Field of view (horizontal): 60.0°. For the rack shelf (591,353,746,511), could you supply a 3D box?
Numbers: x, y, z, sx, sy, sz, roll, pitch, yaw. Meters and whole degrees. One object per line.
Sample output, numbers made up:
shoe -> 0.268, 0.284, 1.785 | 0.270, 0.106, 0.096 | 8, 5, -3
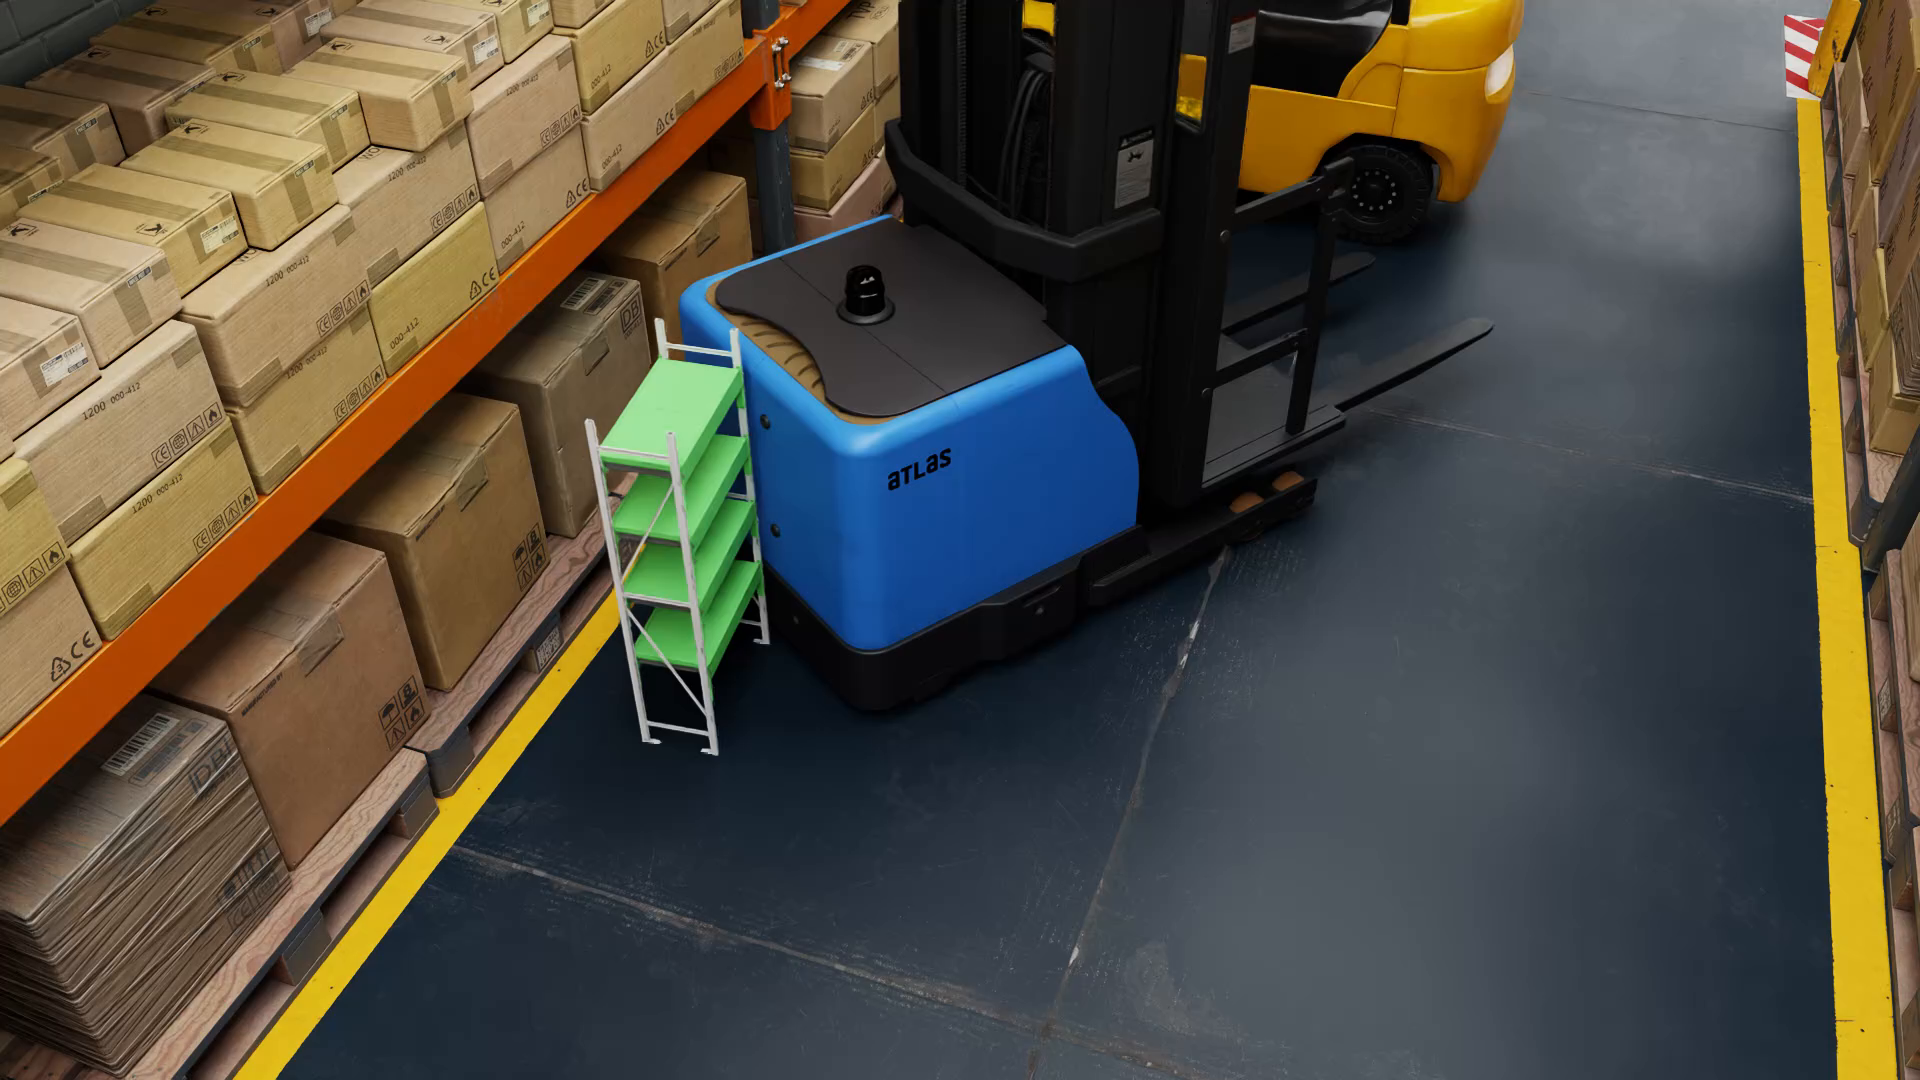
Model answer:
rack shelf -> -0.786, -0.302, 4.538 | 0.258, 0.148, 0.480 | 9, 41, 10

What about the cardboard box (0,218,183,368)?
cardboard box -> -1.876, -0.520, 3.471 | 0.380, 0.149, 0.250 | 14, 42, 16

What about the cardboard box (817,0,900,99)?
cardboard box -> -0.481, -2.087, 6.909 | 0.500, 0.250, 0.500 | 13, 42, 15

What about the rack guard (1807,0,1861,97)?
rack guard -> 4.882, -2.401, 8.179 | 1.175, 0.500, 0.348 | 13, 42, 15

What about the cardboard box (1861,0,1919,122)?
cardboard box -> 4.190, -2.032, 7.038 | 0.500, 0.500, 0.500 | 12, 42, 13

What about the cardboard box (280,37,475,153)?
cardboard box -> -1.461, -1.120, 4.175 | 0.380, 0.149, 0.250 | 12, 42, 14

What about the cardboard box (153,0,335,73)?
cardboard box -> -1.933, -1.410, 4.514 | 0.380, 0.149, 0.250 | 13, 42, 15

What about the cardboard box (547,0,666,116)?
cardboard box -> -1.222, -1.519, 4.950 | 0.500, 0.250, 0.500 | 12, 42, 14

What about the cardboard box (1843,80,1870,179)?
cardboard box -> 4.191, -1.771, 7.310 | 0.500, 0.250, 0.500 | 15, 43, 17

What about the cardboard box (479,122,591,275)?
cardboard box -> -1.417, -1.031, 4.763 | 0.500, 0.250, 0.500 | 14, 42, 15

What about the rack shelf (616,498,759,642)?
rack shelf -> -0.786, 0.064, 4.849 | 0.258, 0.148, 0.480 | 9, 41, 10

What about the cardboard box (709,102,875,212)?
cardboard box -> -0.670, -1.588, 6.710 | 0.500, 0.250, 0.500 | 13, 42, 15

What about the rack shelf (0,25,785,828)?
rack shelf -> -1.809, -0.564, 4.654 | 1.077, 0.370, 4.000 | 13, 42, 15

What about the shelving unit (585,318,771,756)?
shelving unit -> -0.786, 0.015, 4.808 | 0.258, 1.200, 0.503 | 9, 41, 10

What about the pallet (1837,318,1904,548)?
pallet -> 3.737, -0.315, 5.956 | 1.003, 0.211, 1.213 | 13, 42, 15

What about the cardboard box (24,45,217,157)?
cardboard box -> -2.065, -1.087, 4.136 | 0.380, 0.149, 0.250 | 14, 43, 16

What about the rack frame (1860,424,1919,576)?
rack frame -> 3.540, -0.958, 4.562 | 1.000, 3.000, 0.127 | 13, 42, 15

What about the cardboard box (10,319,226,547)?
cardboard box -> -1.940, -0.273, 3.489 | 0.500, 0.250, 0.500 | 15, 43, 16

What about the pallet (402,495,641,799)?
pallet -> -1.756, 0.208, 5.344 | 1.003, 0.211, 1.213 | 13, 42, 15

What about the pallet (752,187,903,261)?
pallet -> -0.814, -1.473, 7.313 | 1.003, 0.211, 1.213 | 13, 42, 15

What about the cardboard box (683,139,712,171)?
cardboard box -> -1.151, -1.704, 6.846 | 0.500, 0.250, 0.500 | 12, 42, 14

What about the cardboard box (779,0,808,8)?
cardboard box -> -0.728, -2.308, 6.067 | 0.500, 0.500, 0.500 | 12, 42, 14

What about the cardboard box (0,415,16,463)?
cardboard box -> -2.017, -0.195, 3.090 | 0.380, 0.149, 0.250 | 14, 42, 16

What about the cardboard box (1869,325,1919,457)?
cardboard box -> 3.490, -0.492, 5.811 | 0.500, 0.250, 0.500 | 15, 43, 17

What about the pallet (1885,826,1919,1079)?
pallet -> 2.860, 1.324, 4.035 | 1.003, 0.211, 1.213 | 13, 42, 15

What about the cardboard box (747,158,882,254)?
cardboard box -> -0.649, -1.393, 6.866 | 0.500, 0.250, 0.500 | 14, 42, 16

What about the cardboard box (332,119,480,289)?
cardboard box -> -1.593, -0.905, 4.230 | 0.500, 0.250, 0.500 | 14, 42, 16

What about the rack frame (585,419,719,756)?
rack frame -> -0.842, 0.169, 4.627 | 0.240, 1.200, 0.015 | 9, 41, 10

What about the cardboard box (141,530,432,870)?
cardboard box -> -2.051, 0.348, 4.537 | 0.875, 0.625, 0.625 | 15, 43, 16

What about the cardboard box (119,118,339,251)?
cardboard box -> -1.676, -0.821, 3.825 | 0.380, 0.149, 0.250 | 14, 42, 16

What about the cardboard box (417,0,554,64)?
cardboard box -> -1.352, -1.450, 4.562 | 0.380, 0.149, 0.250 | 12, 42, 14

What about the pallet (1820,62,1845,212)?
pallet -> 4.571, -1.803, 7.701 | 1.003, 0.211, 1.213 | 13, 42, 15

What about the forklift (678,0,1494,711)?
forklift -> 0.629, -1.368, 5.096 | 3.031, 2.935, 1.130 | -25, 47, -27

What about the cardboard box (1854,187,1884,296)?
cardboard box -> 3.841, -1.128, 6.556 | 0.500, 0.250, 0.500 | 14, 42, 16

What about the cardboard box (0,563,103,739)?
cardboard box -> -2.112, 0.223, 3.293 | 0.500, 0.250, 0.500 | 13, 42, 15

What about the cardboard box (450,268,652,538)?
cardboard box -> -1.566, -0.522, 5.556 | 0.875, 0.625, 0.625 | 13, 42, 15

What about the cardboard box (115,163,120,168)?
cardboard box -> -2.254, -0.704, 3.994 | 0.500, 0.250, 0.500 | 13, 42, 15

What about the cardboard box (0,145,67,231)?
cardboard box -> -2.261, -0.782, 3.779 | 0.380, 0.149, 0.250 | 13, 42, 15

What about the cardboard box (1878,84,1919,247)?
cardboard box -> 3.836, -1.400, 6.297 | 0.500, 0.500, 0.500 | 15, 43, 17

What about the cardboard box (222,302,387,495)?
cardboard box -> -1.766, -0.399, 4.022 | 0.500, 0.250, 0.500 | 12, 42, 14

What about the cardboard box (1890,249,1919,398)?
cardboard box -> 3.490, -0.778, 5.568 | 0.500, 0.500, 0.500 | 13, 42, 14

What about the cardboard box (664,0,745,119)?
cardboard box -> -1.052, -1.635, 5.471 | 0.500, 0.250, 0.500 | 14, 42, 16
